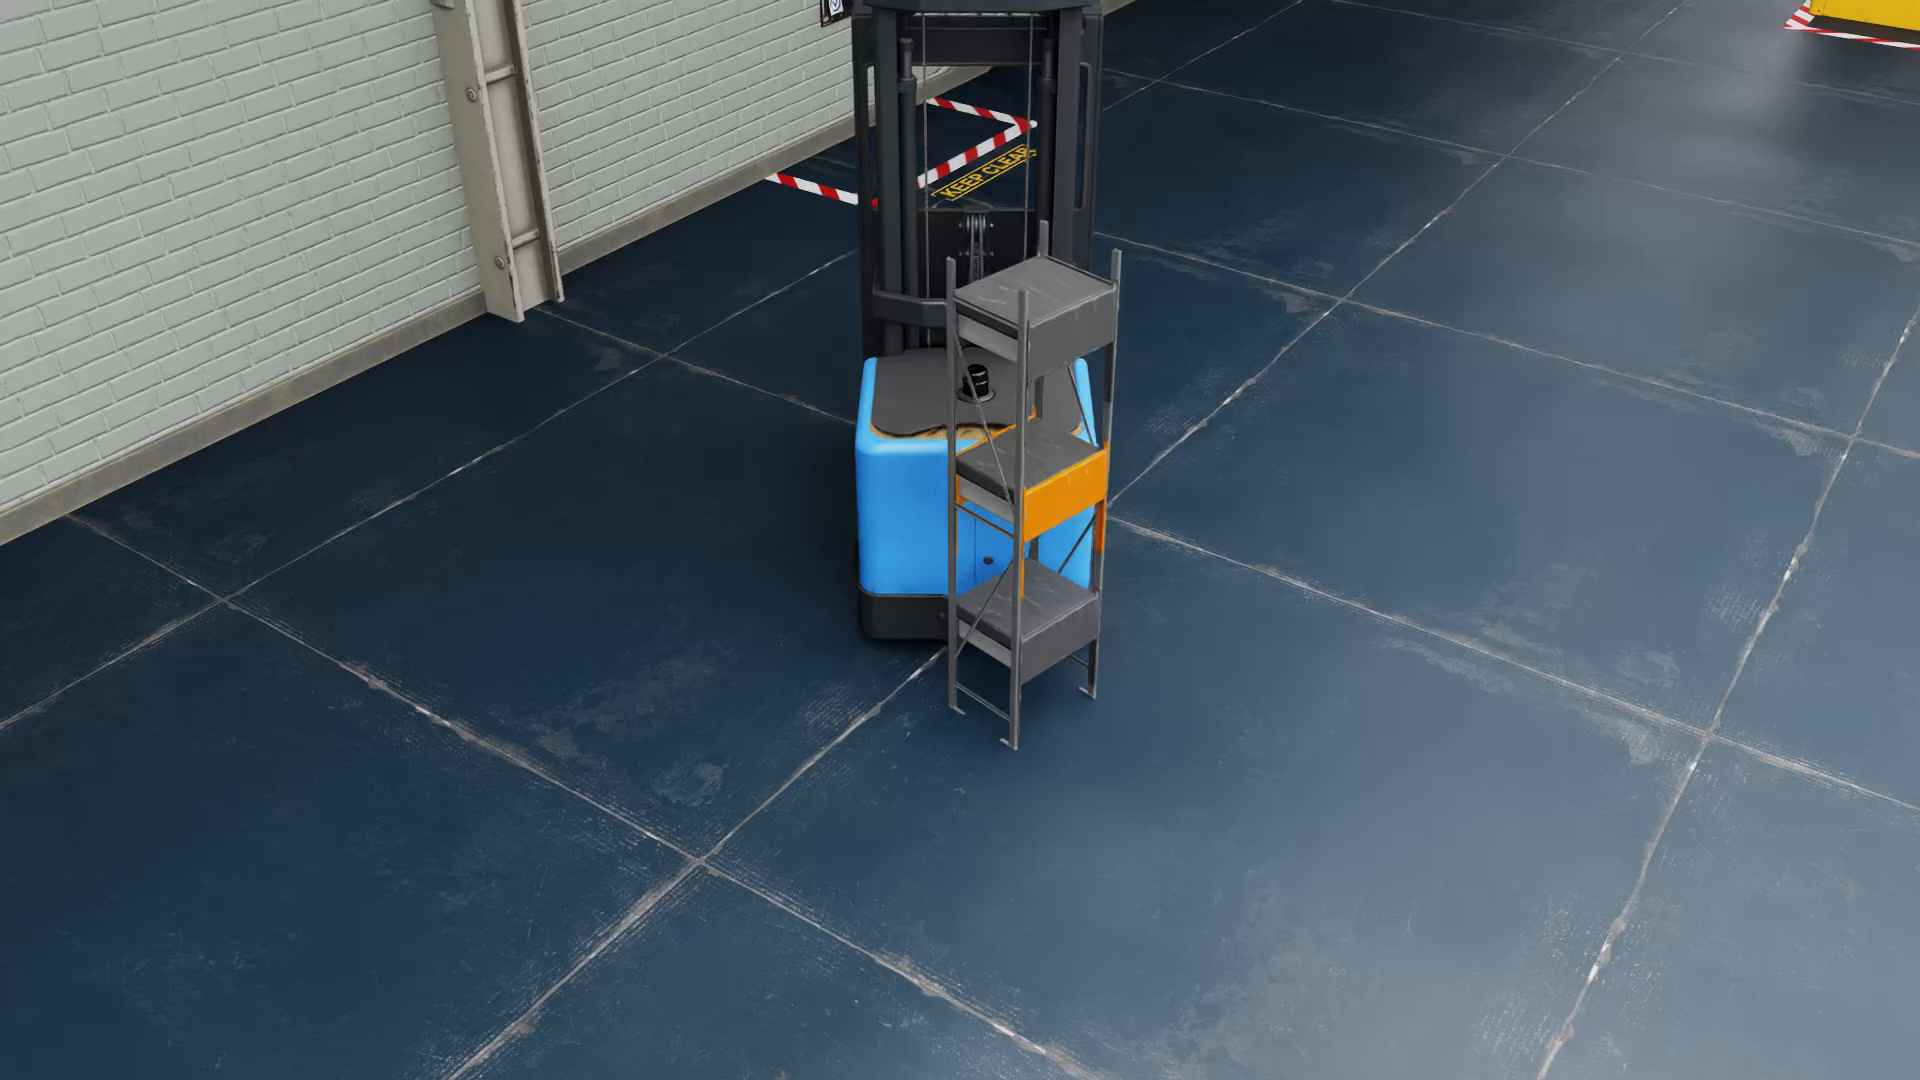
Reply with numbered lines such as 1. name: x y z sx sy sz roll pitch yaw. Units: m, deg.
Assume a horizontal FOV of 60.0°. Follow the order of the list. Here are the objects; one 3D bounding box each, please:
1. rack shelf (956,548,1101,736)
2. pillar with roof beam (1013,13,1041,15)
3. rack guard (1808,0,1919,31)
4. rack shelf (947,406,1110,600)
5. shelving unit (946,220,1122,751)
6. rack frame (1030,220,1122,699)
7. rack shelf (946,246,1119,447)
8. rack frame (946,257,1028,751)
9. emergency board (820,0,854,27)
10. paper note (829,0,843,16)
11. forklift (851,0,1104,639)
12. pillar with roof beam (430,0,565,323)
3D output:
1. rack shelf: 0.270 0.426 7.020 0.480 0.518 0.431 -28 43 -35
2. pillar with roof beam: 4.228 -6.590 9.961 9.100 9.000 0.400 21 39 28
3. rack guard: 8.481 -5.015 15.220 1.175 0.500 0.348 21 39 28
4. rack shelf: 0.270 -0.154 6.628 0.480 0.518 0.431 -28 43 -35
5. shelving unit: 0.270 -0.165 6.620 0.503 2.100 0.431 -28 43 -35
6. rack frame: 0.445 -0.260 6.760 0.015 2.100 0.400 -28 43 -35
7. rack shelf: 0.270 -0.734 6.235 0.480 0.518 0.431 -28 43 -35
8. rack frame: 0.094 -0.070 6.480 0.015 2.100 0.400 -28 43 -35
9. emergency board: -0.750 -4.355 12.012 0.194 1.169 0.643 21 39 28
10. paper note: -0.907 -3.930 12.171 0.016 0.148 0.142 21 39 28
11. forklift: 0.076 -1.556 7.934 1.130 2.935 3.031 0 34 0
12. pillar with roof beam: 0.806 -3.829 5.878 9.100 9.000 0.400 21 39 28
